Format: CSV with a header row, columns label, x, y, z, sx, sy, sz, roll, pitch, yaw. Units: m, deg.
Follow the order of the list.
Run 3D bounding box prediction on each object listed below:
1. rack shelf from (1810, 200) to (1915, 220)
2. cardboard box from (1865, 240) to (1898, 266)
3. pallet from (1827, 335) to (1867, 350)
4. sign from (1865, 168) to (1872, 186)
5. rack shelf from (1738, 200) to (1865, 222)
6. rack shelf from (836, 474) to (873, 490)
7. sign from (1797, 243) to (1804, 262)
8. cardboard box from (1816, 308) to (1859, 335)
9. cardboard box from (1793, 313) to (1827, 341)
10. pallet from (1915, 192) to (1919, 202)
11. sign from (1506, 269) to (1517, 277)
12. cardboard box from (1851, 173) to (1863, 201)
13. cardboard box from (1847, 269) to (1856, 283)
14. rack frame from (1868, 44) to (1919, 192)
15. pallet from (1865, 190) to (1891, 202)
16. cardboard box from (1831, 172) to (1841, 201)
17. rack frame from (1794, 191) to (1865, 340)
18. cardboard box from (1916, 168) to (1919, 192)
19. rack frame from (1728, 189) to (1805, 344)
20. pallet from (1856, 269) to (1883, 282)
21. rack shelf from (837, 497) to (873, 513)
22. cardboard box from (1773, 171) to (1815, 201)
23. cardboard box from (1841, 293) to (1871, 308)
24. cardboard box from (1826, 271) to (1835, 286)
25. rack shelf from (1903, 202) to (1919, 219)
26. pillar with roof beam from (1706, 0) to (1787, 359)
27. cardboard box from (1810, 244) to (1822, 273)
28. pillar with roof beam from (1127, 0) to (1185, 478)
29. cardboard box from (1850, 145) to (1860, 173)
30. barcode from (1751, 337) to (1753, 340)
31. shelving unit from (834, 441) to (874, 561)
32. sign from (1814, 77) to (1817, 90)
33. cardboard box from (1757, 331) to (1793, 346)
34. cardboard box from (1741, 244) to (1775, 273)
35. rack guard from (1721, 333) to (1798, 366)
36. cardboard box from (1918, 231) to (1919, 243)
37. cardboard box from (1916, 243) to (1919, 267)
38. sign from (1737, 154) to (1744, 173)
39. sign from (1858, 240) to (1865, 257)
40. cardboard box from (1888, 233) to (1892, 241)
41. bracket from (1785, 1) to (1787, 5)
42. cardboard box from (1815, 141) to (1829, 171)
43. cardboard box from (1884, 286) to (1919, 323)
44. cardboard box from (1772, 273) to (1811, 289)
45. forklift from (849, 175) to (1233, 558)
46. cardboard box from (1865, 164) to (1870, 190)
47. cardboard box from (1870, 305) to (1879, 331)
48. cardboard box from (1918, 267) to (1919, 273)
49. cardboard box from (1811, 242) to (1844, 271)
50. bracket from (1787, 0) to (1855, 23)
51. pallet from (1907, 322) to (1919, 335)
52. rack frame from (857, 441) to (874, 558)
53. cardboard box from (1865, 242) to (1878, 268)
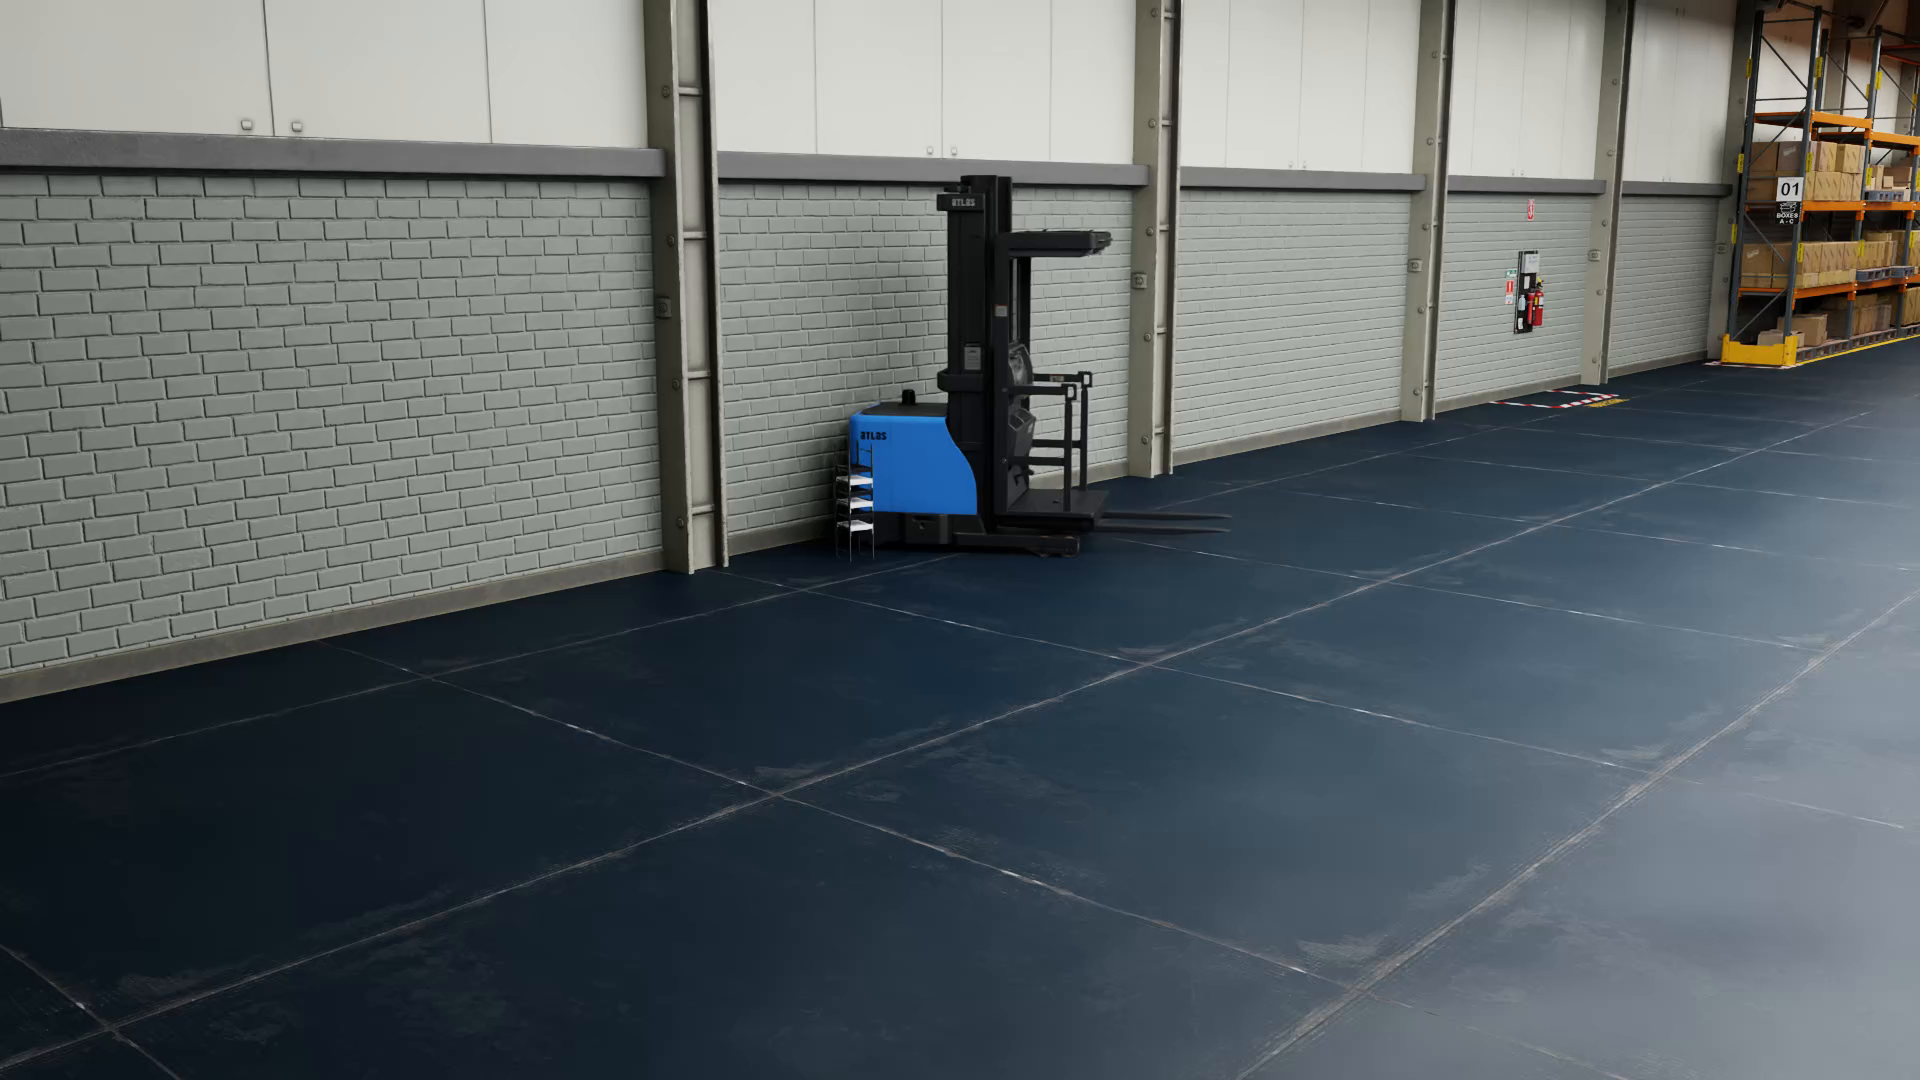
label,x,y,z,sx,sy,sz,roll,pitch,yaw
rack shelf,17.979,-6.581,33.182,1.077,0.370,4.000,10,15,40
cardboard box,18.996,-5.952,34.473,0.700,0.500,0.500,8,14,34
pallet,17.171,-3.916,32.780,1.003,0.211,1.213,10,15,40
sign,17.071,-6.824,31.242,0.100,0.325,0.005,10,15,40
rack shelf,15.338,-5.993,30.236,1.077,0.370,4.000,10,15,40
rack shelf,-0.827,-0.450,12.917,0.200,0.077,0.258,-7,13,-32
sign,14.426,-4.935,28.550,0.100,0.325,0.005,10,15,40
cardboard box,17.435,-4.352,33.100,0.700,0.500,0.500,9,15,39
cardboard box,16.004,-4.001,31.343,0.500,0.500,0.500,8,14,36
pallet,19.684,-7.237,35.112,1.213,0.211,1.003,11,16,43
sign,7.777,-3.763,23.448,0.001,0.109,0.331,10,15,40
cardboard box,16.509,-6.592,31.093,0.500,0.500,0.500,10,15,42
cardboard box,16.574,-4.996,31.400,0.500,0.250,0.500,10,15,40
rack frame,19.299,-8.699,34.291,1.000,3.000,0.127,10,15,40
pallet,17.146,-6.625,32.043,1.213,0.211,1.003,10,15,40
cardboard box,15.485,-6.360,29.931,0.500,0.500,0.500,11,16,44
rack frame,16.659,-5.169,31.932,1.000,3.000,0.127,10,15,40
cardboard box,20.261,-7.736,35.750,0.700,0.500,0.500,11,16,43
rack frame,14.018,-4.580,28.986,1.000,3.000,0.127,10,15,40
pallet,17.272,-5.168,32.420,1.003,0.211,1.213,10,15,40
rack shelf,-0.827,-0.273,12.953,0.200,0.077,0.258,-7,13,-32
cardboard box,14.427,-6.127,28.765,0.500,0.500,0.500,10,15,42
cardboard box,18.104,-4.850,33.681,0.500,0.250,0.500,10,15,40
cardboard box,15.587,-4.774,30.286,0.500,0.250,0.500,10,15,41
rack shelf,20.619,-7.170,36.129,1.077,0.370,4.000,10,15,40
pillar with roof beam,17.064,-7.181,26.687,9.100,9.000,0.548,10,15,40
cardboard box,14.893,-4.987,29.440,0.500,0.500,0.500,10,15,41
pillar with roof beam,5.182,-4.532,13.428,9.100,9.000,0.400,10,15,40
cardboard box,16.176,-6.998,30.571,0.500,0.500,0.500,11,16,43
barcode,14.254,-3.627,29.929,0.001,0.075,0.075,10,15,40
shelving unit,-0.827,-0.306,12.946,0.210,0.900,0.258,-7,13,-32
sign,16.238,-8.717,31.593,0.100,0.325,0.005,10,15,40
cardboard box,14.542,-3.568,29.657,0.500,0.311,0.500,8,14,34
cardboard box,14.170,-4.981,29.410,0.500,0.500,0.500,10,15,40
rack guard,14.068,-3.366,29.286,1.175,0.500,0.348,10,15,40
cardboard box,20.147,-6.443,35.328,0.500,0.250,0.500,9,15,40
cardboard box,20.165,-6.076,35.410,0.500,0.500,0.500,10,15,42
sign,13.614,-6.560,28.979,0.100,0.325,0.005,10,15,40
sign,17.071,-5.524,31.502,0.100,0.325,0.005,10,15,40
cardboard box,19.094,-6.286,34.489,0.380,0.149,0.250,7,14,33
bracket,14.371,-9.517,29.197,0.235,0.232,0.430,10,15,40
cardboard box,14.824,-6.693,29.046,0.500,0.500,0.500,10,15,40
cardboard box,20.466,-5.128,36.146,0.750,0.750,0.750,10,15,40
cardboard box,14.579,-4.547,29.152,0.500,0.250,0.500,9,15,39
forklift,0.675,-1.411,13.291,3.031,2.935,1.130,2,12,11
cardboard box,17.080,-6.965,31.938,0.500,0.500,0.500,-9,15,-39
cardboard box,18.436,-4.574,34.212,0.700,0.500,0.500,10,15,40
cardboard box,20.519,-5.855,35.960,0.380,0.149,0.250,10,15,41
cardboard box,15.913,-5.217,30.588,0.500,0.500,0.500,9,15,39
bracket,16.072,-9.897,31.095,0.076,0.066,4.783,10,15,40
pallet,20.682,-4.675,36.578,1.003,0.211,1.213,10,15,40
rack frame,-0.741,-0.317,13.000,0.006,0.900,0.240,-7,13,-32
cardboard box,17.806,-5.686,33.144,0.500,0.500,0.700,-10,15,-40
